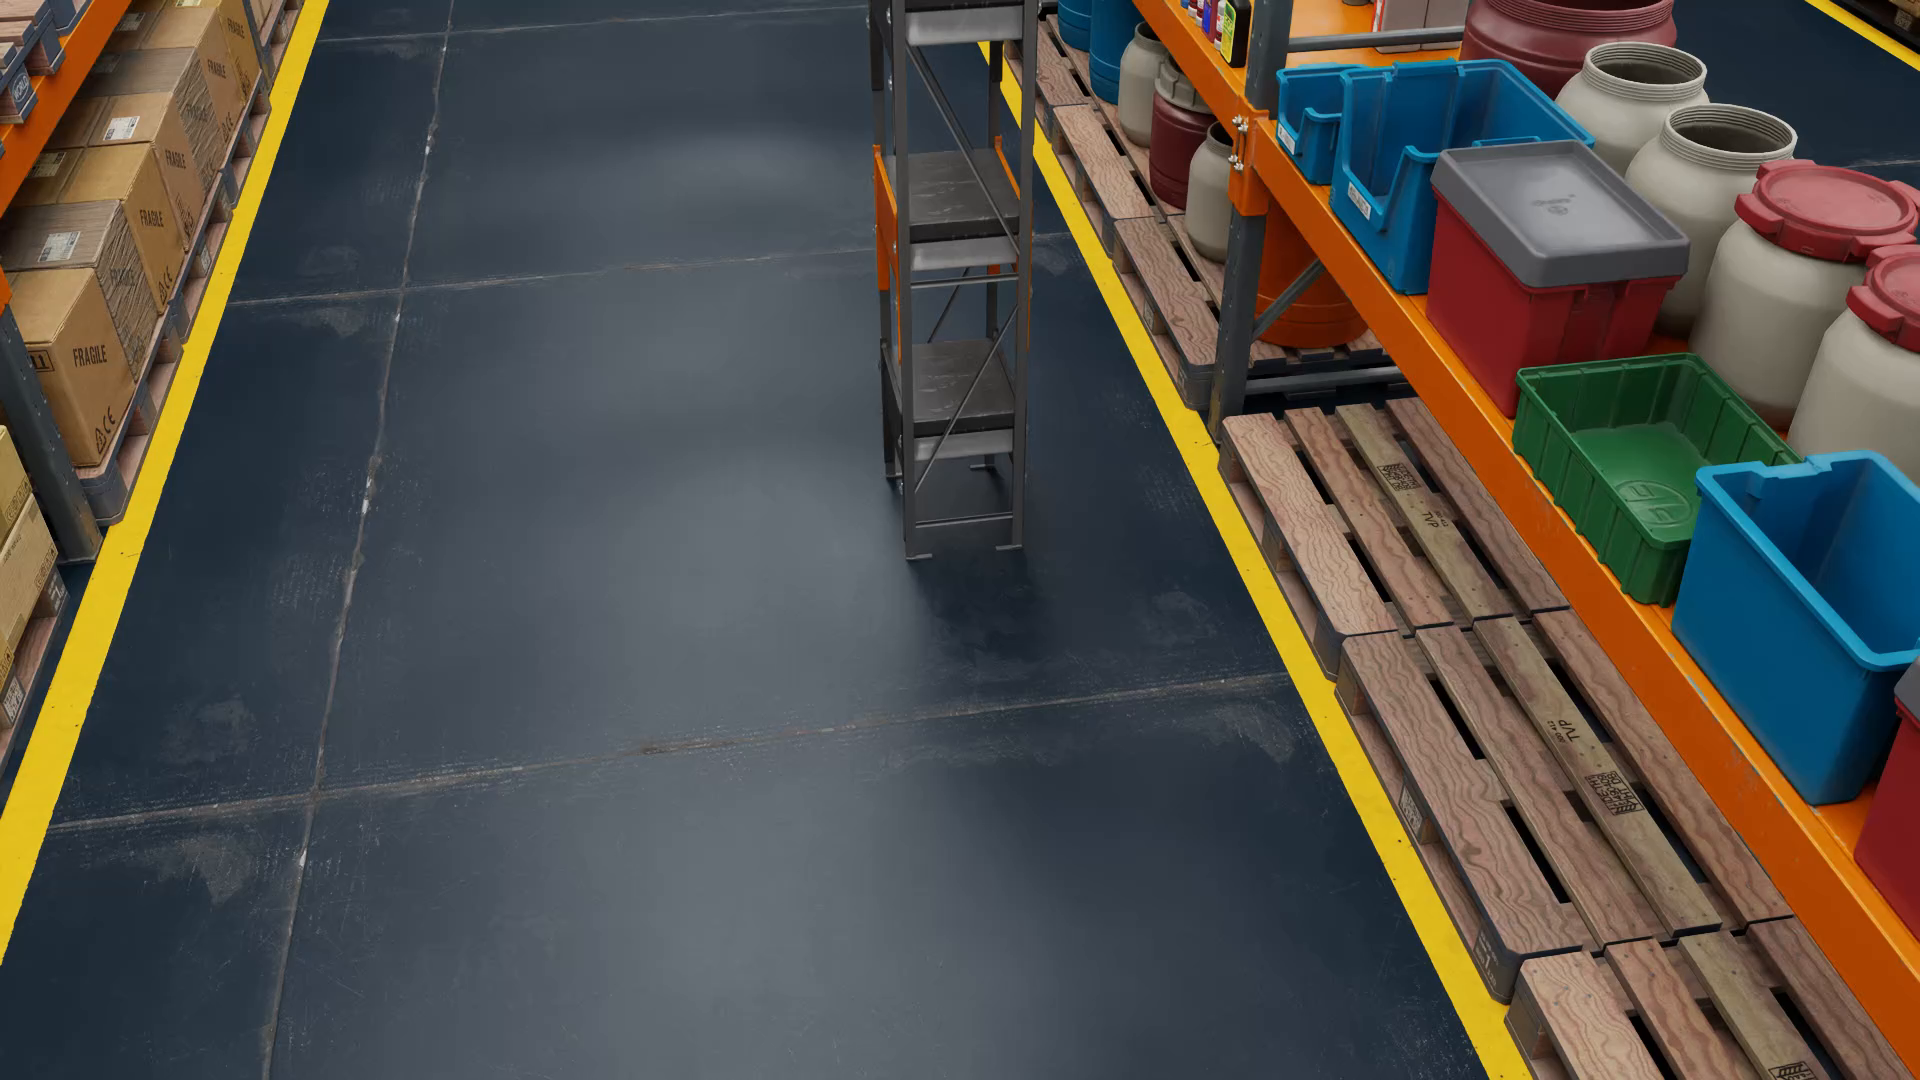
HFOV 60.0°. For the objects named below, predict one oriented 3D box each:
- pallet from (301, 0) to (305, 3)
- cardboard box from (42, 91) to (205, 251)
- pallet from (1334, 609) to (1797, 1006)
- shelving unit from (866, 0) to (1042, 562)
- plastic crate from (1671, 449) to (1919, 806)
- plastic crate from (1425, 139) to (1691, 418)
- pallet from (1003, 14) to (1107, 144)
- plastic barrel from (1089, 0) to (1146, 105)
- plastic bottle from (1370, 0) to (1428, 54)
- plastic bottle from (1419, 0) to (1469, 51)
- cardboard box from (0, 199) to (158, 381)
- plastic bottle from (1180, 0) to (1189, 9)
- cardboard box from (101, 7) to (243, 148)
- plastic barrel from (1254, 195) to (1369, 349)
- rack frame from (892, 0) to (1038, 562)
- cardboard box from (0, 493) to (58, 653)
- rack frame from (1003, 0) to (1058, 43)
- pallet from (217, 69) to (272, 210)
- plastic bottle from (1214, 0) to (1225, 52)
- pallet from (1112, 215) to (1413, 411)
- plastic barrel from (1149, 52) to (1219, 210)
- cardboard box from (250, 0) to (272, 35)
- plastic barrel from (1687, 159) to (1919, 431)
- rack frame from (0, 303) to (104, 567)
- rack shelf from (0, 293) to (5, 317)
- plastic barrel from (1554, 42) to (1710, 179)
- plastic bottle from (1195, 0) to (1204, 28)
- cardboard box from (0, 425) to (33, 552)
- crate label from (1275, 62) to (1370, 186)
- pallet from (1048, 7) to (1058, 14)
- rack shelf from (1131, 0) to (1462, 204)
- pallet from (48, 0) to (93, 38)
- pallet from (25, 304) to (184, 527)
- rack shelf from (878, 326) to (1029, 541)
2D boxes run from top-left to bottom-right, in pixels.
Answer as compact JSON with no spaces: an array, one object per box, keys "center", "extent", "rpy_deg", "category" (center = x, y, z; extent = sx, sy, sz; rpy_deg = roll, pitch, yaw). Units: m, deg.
[{"center":[-4.478,-3.560,10.161],"extent":[1.003,0.211,1.213],"rpy_deg":[-6,38,-8],"category":"pallet"},{"center":[-3.515,-1.518,6.938],"extent":[0.500,0.500,0.500],"rpy_deg":[-7,38,-9],"category":"cardboard box"},{"center":[1.745,0.686,4.695],"extent":[1.003,0.211,1.213],"rpy_deg":[-6,38,-8],"category":"pallet"},{"center":[-0.029,-0.929,5.235],"extent":[0.431,2.100,0.503],"rpy_deg":[-6,38,-8],"category":"shelving unit"},{"center":[1.639,0.167,3.103],"extent":[0.392,0.384,0.575],"rpy_deg":[-6,38,-8],"category":"plastic crate"},{"center":[1.419,-0.639,4.075],"extent":[0.402,0.464,0.583],"rpy_deg":[-6,38,-8],"category":"plastic crate"},{"center":[0.830,-2.467,8.753],"extent":[1.003,0.211,1.213],"rpy_deg":[-6,38,-8],"category":"pallet"},{"center":[0.939,-2.618,8.043],"extent":[0.600,0.901,0.708],"rpy_deg":[-6,38,-8],"category":"plastic barrel"},{"center":[1.530,-1.853,5.792],"extent":[0.152,0.276,0.135],"rpy_deg":[-6,38,-8],"category":"plastic bottle"},{"center":[1.680,-1.870,5.813],"extent":[0.152,0.276,0.135],"rpy_deg":[-6,38,-8],"category":"plastic bottle"},{"center":[-3.336,-0.900,6.142],"extent":[0.500,0.500,0.500],"rpy_deg":[-8,38,-10],"category":"cardboard box"},{"center":[0.870,-2.099,6.112],"extent":[0.097,0.271,0.097],"rpy_deg":[0,38,0],"category":"plastic bottle"},{"center":[-3.694,-2.128,7.723],"extent":[0.500,0.500,0.500],"rpy_deg":[-6,38,-8],"category":"cardboard box"},{"center":[1.335,-1.225,6.309],"extent":[0.600,0.830,0.708],"rpy_deg":[-6,38,-8],"category":"plastic barrel"},{"center":[0.014,-0.782,5.045],"extent":[0.400,2.100,0.015],"rpy_deg":[-6,38,-8],"category":"rack frame"},{"center":[-3.108,0.119,5.050],"extent":[0.500,0.250,0.500],"rpy_deg":[-5,38,-7],"category":"cardboard box"},{"center":[0.736,-4.039,8.503],"extent":[1.000,3.000,0.127],"rpy_deg":[-6,38,-8],"category":"rack frame"},{"center":[-3.961,-1.920,8.049],"extent":[1.003,0.211,1.213],"rpy_deg":[-6,38,-8],"category":"pallet"},{"center":[0.944,-1.814,5.802],"extent":[0.097,0.201,0.097],"rpy_deg":[0,38,0],"category":"plastic bottle"},{"center":[1.258,-0.993,6.856],"extent":[1.003,0.211,1.213],"rpy_deg":[-6,38,-8],"category":"pallet"},{"center":[1.137,-1.812,7.261],"extent":[0.600,0.588,0.708],"rpy_deg":[-6,38,-8],"category":"plastic barrel"},{"center":[-4.002,-2.897,8.867],"extent":[0.500,0.311,0.500],"rpy_deg":[-6,38,-8],"category":"cardboard box"},{"center":[1.982,-0.566,3.923],"extent":[0.433,0.535,0.433],"rpy_deg":[0,38,0],"category":"plastic barrel"},{"center":[-3.440,-1.092,4.711],"extent":[1.000,3.000,0.127],"rpy_deg":[-6,38,-8],"category":"rack frame"},{"center":[-3.089,0.400,3.377],"extent":[1.077,0.370,4.000],"rpy_deg":[-6,38,-8],"category":"rack shelf"},{"center":[1.828,-1.068,4.589],"extent":[0.421,0.512,0.421],"rpy_deg":[0,38,0],"category":"plastic barrel"},{"center":[0.904,-1.954,5.982],"extent":[0.097,0.201,0.097],"rpy_deg":[0,38,0],"category":"plastic bottle"},{"center":[-3.106,-0.104,4.880],"extent":[0.500,0.311,0.500],"rpy_deg":[-5,38,-7],"category":"cardboard box"},{"center":[1.142,-1.262,5.066],"extent":[0.303,0.233,0.416],"rpy_deg":[-6,38,-8],"category":"crate label"},{"center":[0.569,-3.377,9.925],"extent":[1.003,0.211,1.213],"rpy_deg":[-6,38,-8],"category":"pallet"},{"center":[1.087,-2.546,7.169],"extent":[1.077,0.370,4.000],"rpy_deg":[-6,38,-8],"category":"rack shelf"},{"center":[-3.785,-2.190,6.281],"extent":[1.003,0.211,1.213],"rpy_deg":[-6,38,-8],"category":"pallet"},{"center":[-3.534,-0.446,6.152],"extent":[1.003,0.211,1.213],"rpy_deg":[-6,38,-8],"category":"pallet"},{"center":[-0.029,-0.366,5.672],"extent":[0.431,0.518,0.480],"rpy_deg":[-6,38,-8],"category":"rack shelf"}]
